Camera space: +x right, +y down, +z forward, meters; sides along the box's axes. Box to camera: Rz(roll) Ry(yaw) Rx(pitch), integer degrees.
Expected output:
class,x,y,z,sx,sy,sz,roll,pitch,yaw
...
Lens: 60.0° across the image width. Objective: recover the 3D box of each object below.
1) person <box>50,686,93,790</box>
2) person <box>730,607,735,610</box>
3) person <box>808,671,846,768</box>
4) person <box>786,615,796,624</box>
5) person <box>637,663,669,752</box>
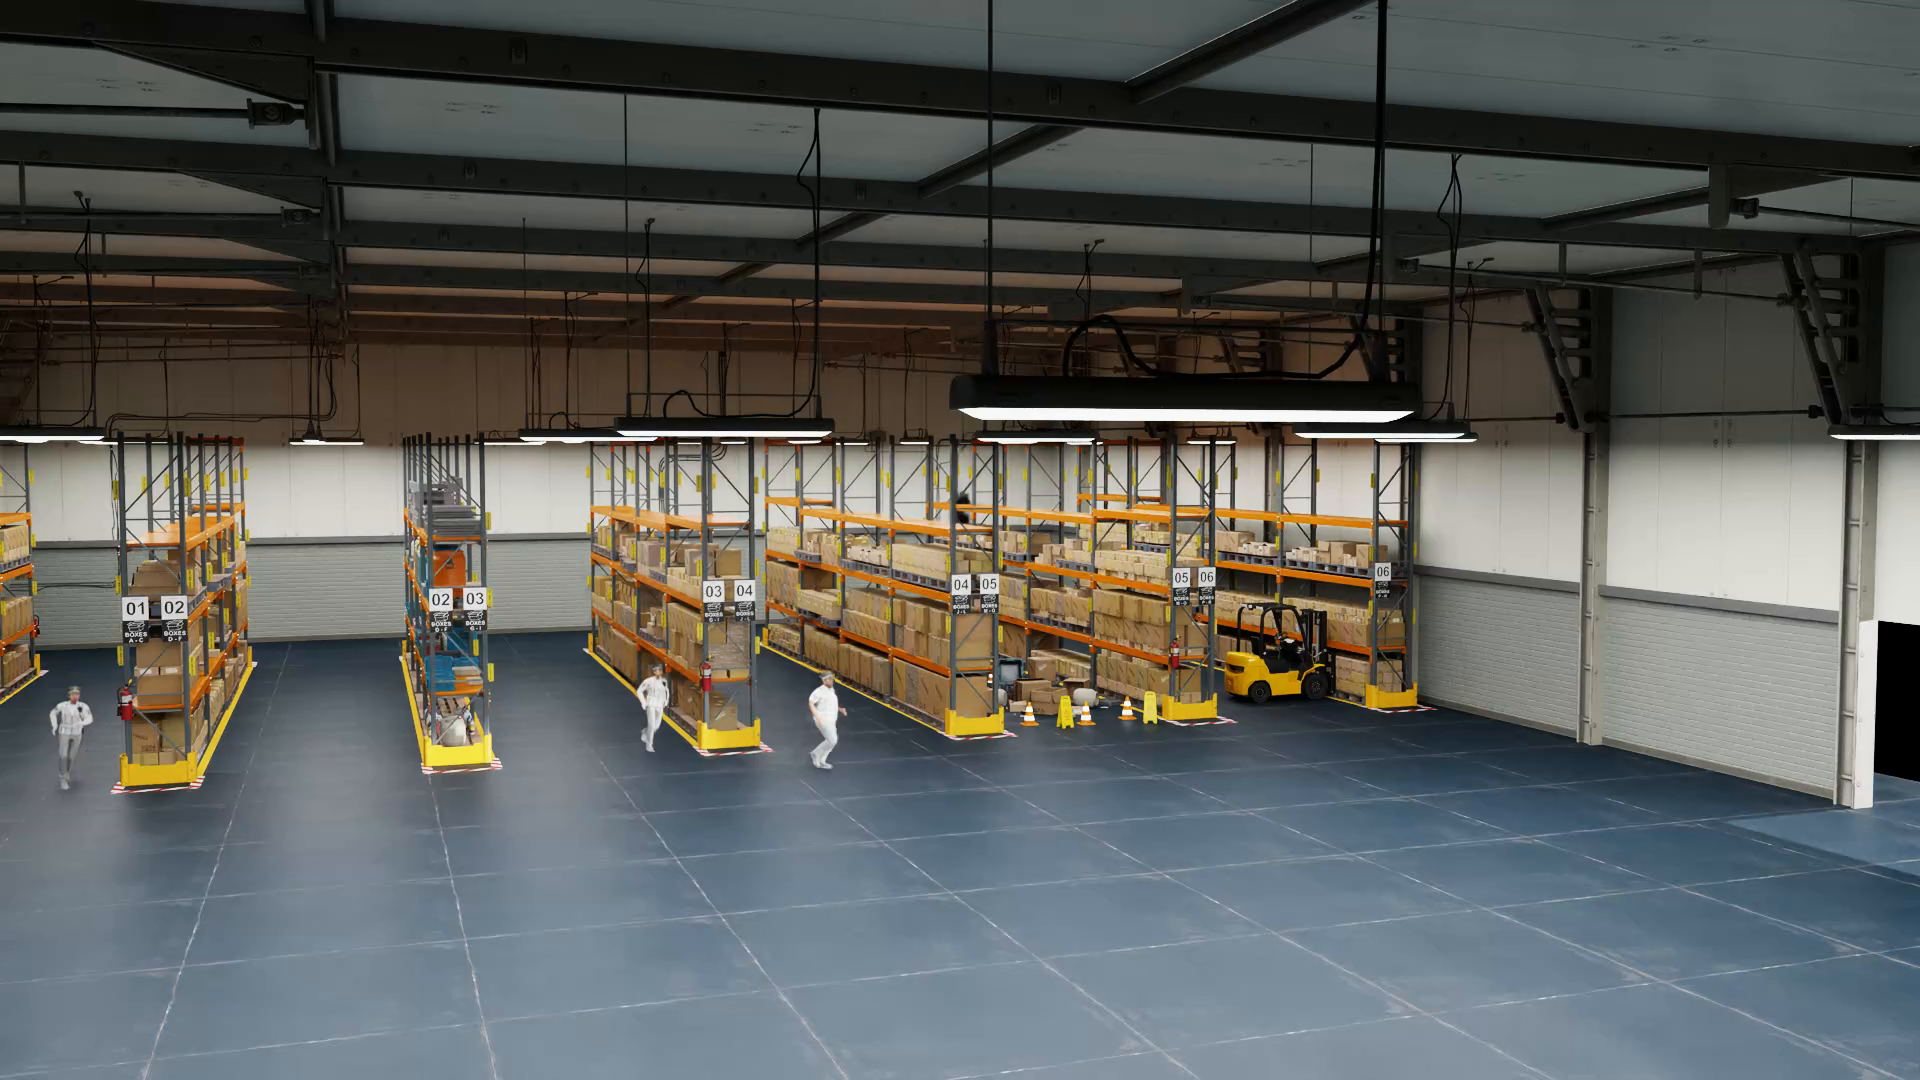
class,x,y,z,sx,sy,sz,roll,pitch,yaw
person,-15.074,3.330,28.227,0.624,1.728,0.854,-2,4,-33
person,-6.098,2.317,45.794,0.573,1.696,0.821,-1,3,-11
person,-2.346,3.204,29.678,0.589,1.750,0.673,1,3,21
person,-4.998,2.142,49.691,0.832,1.656,0.581,1,3,21
person,-5.824,3.167,31.648,0.654,1.664,0.661,-2,4,-35
